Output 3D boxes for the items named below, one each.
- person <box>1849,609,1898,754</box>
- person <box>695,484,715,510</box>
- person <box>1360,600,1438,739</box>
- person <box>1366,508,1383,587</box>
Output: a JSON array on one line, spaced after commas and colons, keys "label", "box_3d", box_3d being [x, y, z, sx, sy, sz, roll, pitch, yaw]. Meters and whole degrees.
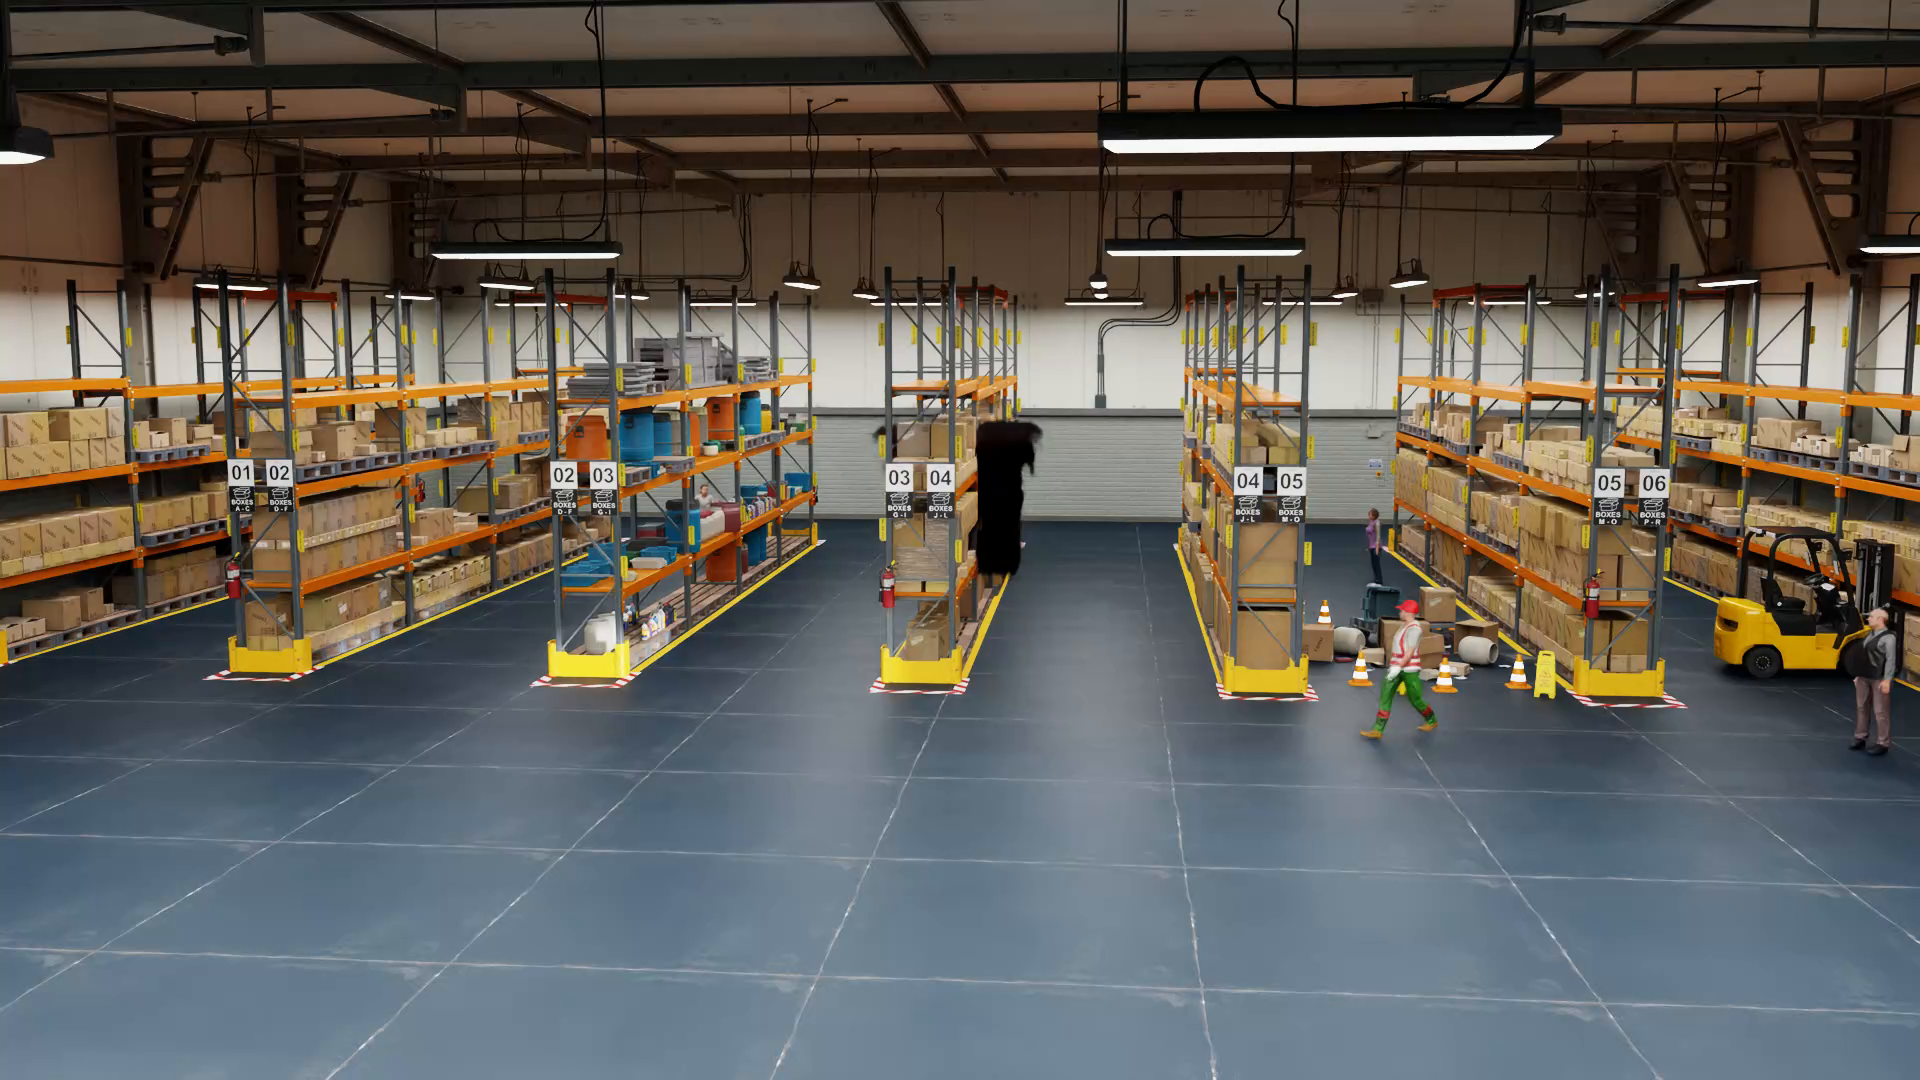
[{"label": "person", "box_3d": [11.093, 1.668, 20.165, 0.391, 1.668, 0.564, -2, 7, -17]}, {"label": "person", "box_3d": [-5.962, -0.488, 38.652, 0.589, 1.645, 0.982, 1, 7, 7]}, {"label": "person", "box_3d": [5.551, 1.622, 20.804, 1.047, 1.748, 0.483, -4, 8, -32]}, {"label": "person", "box_3d": [8.311, 0.168, 33.336, 0.353, 1.608, 0.449, 1, 7, 10]}]
